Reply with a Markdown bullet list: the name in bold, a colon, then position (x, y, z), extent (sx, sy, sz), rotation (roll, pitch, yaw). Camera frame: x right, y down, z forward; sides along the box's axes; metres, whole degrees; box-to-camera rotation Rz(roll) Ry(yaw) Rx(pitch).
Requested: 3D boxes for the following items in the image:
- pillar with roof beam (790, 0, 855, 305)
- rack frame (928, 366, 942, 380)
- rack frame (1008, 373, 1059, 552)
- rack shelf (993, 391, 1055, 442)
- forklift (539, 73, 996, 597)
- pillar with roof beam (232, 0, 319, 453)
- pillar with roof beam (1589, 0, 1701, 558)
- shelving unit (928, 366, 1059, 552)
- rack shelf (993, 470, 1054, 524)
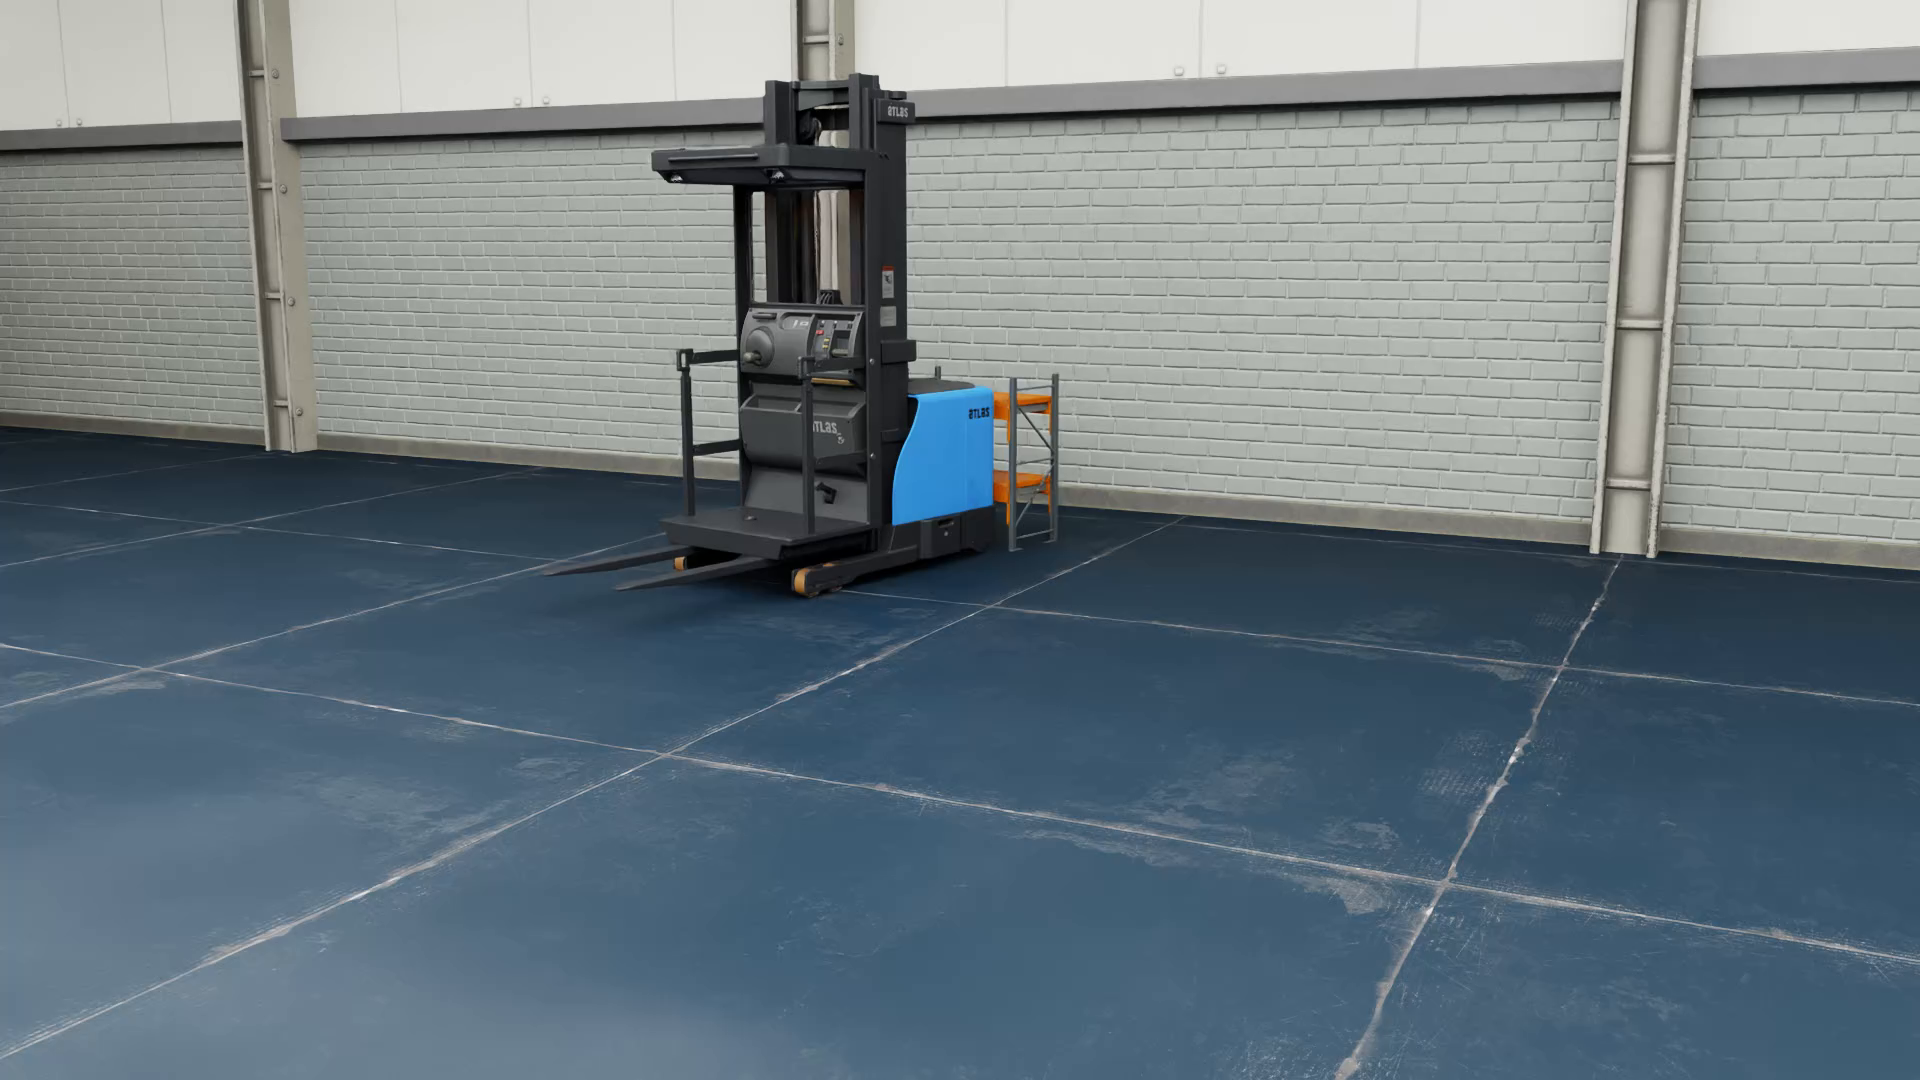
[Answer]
- **pillar with roof beam**: position (-2.961, -4.139, 8.833), extent (0.400, 9.000, 9.100), rotation (5, 11, 26)
- **rack frame**: position (-0.298, -0.629, 11.547), extent (0.032, 1.125, 0.500), rotation (8, 13, 39)
- **rack frame**: position (0.486, -0.514, 10.910), extent (0.032, 1.125, 0.500), rotation (8, 13, 39)
- **rack shelf**: position (0.094, -0.859, 11.176), extent (1.000, 0.278, 0.538), rotation (8, 13, 39)
- **forklift**: position (-1.077, -1.216, 9.720), extent (1.130, 2.935, 3.031), rotation (8, 13, 38)
- **pillar with roof beam**: position (-8.342, -4.612, 11.446), extent (0.400, 9.000, 9.100), rotation (5, 11, 26)
- **pillar with roof beam**: position (2.419, -3.667, 6.221), extent (0.400, 9.000, 9.100), rotation (5, 11, 26)
- **shelving unit**: position (0.094, -0.571, 11.229), extent (1.048, 1.125, 0.538), rotation (8, 13, 39)
- **rack shelf**: position (0.094, -0.331, 11.272), extent (1.000, 0.278, 0.538), rotation (8, 13, 39)
